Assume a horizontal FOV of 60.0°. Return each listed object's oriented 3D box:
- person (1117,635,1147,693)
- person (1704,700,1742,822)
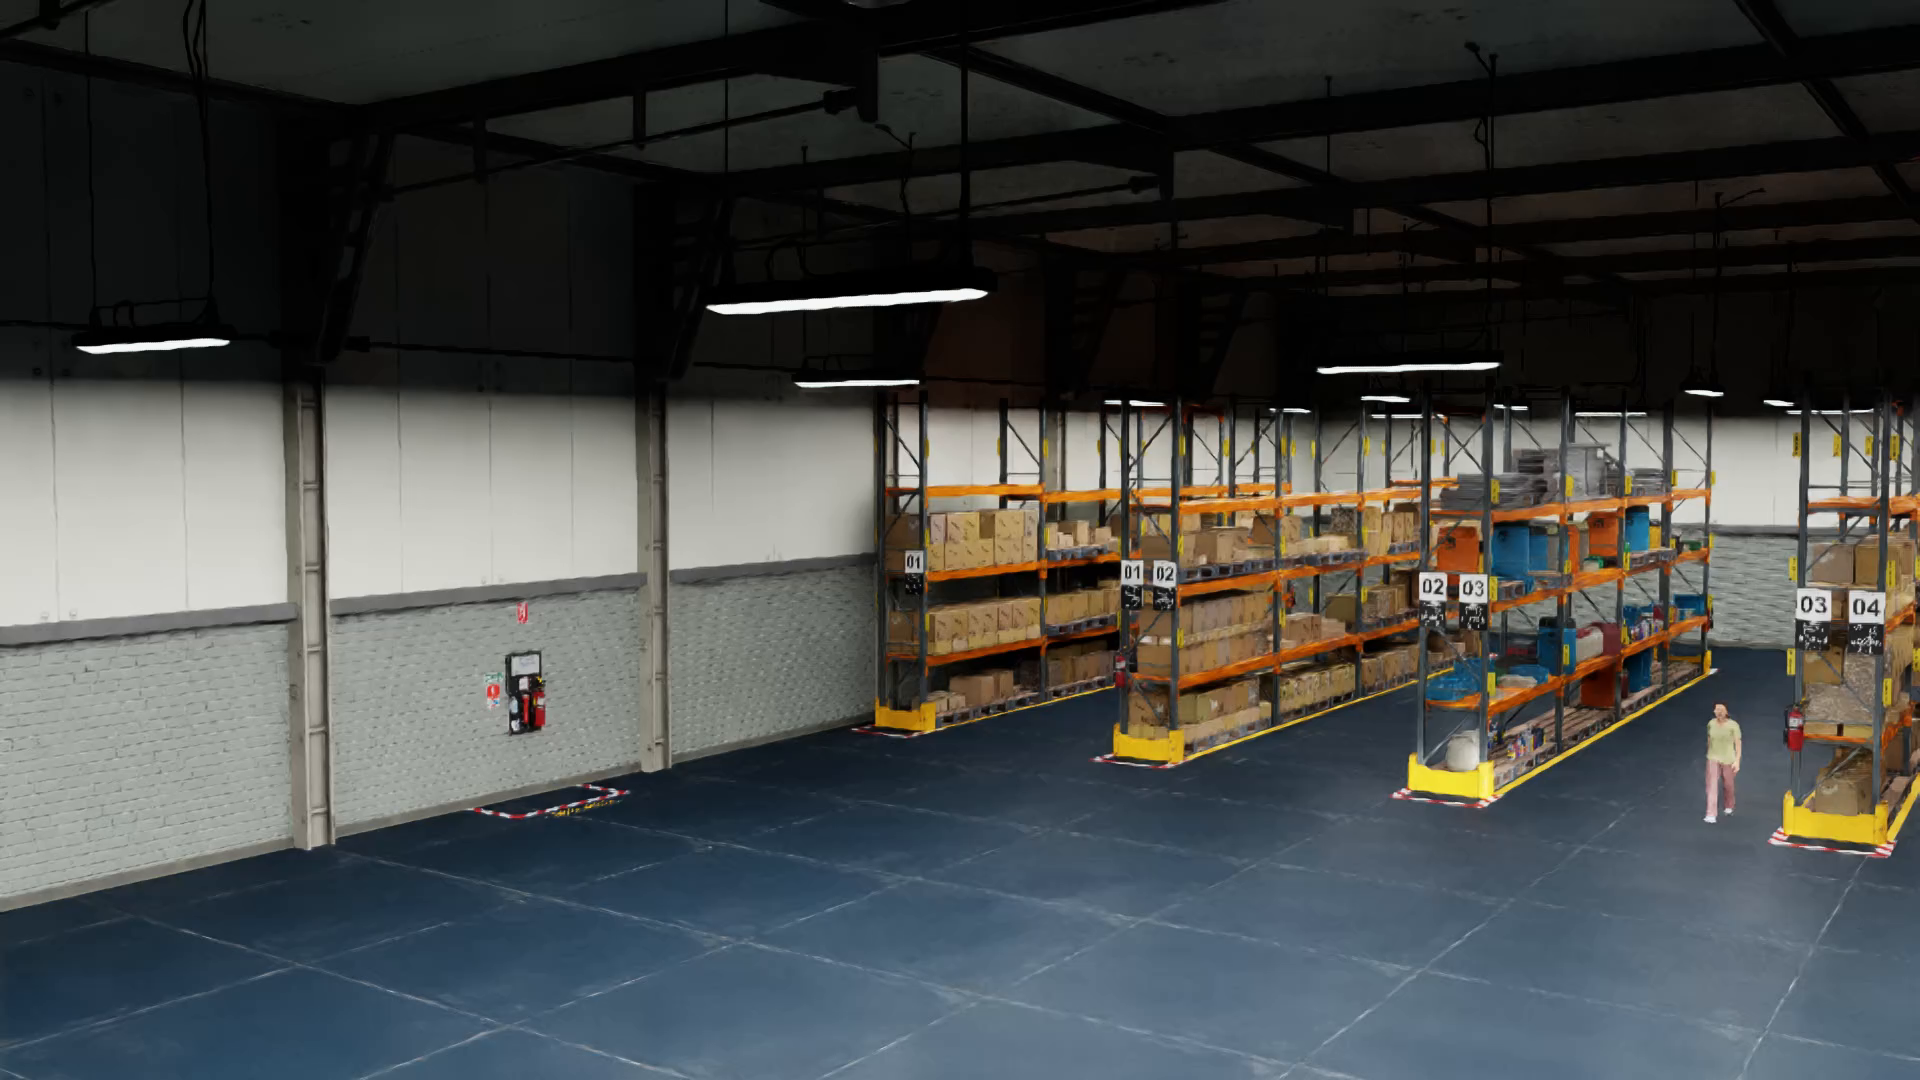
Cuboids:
[{"bbox_3d":[3.041,2.513,29.828,0.543,1.647,1.115,2,4,37],"label":"person"},{"bbox_3d":[10.241,2.951,22.312,0.456,1.612,1.019,2,4,35],"label":"person"}]
